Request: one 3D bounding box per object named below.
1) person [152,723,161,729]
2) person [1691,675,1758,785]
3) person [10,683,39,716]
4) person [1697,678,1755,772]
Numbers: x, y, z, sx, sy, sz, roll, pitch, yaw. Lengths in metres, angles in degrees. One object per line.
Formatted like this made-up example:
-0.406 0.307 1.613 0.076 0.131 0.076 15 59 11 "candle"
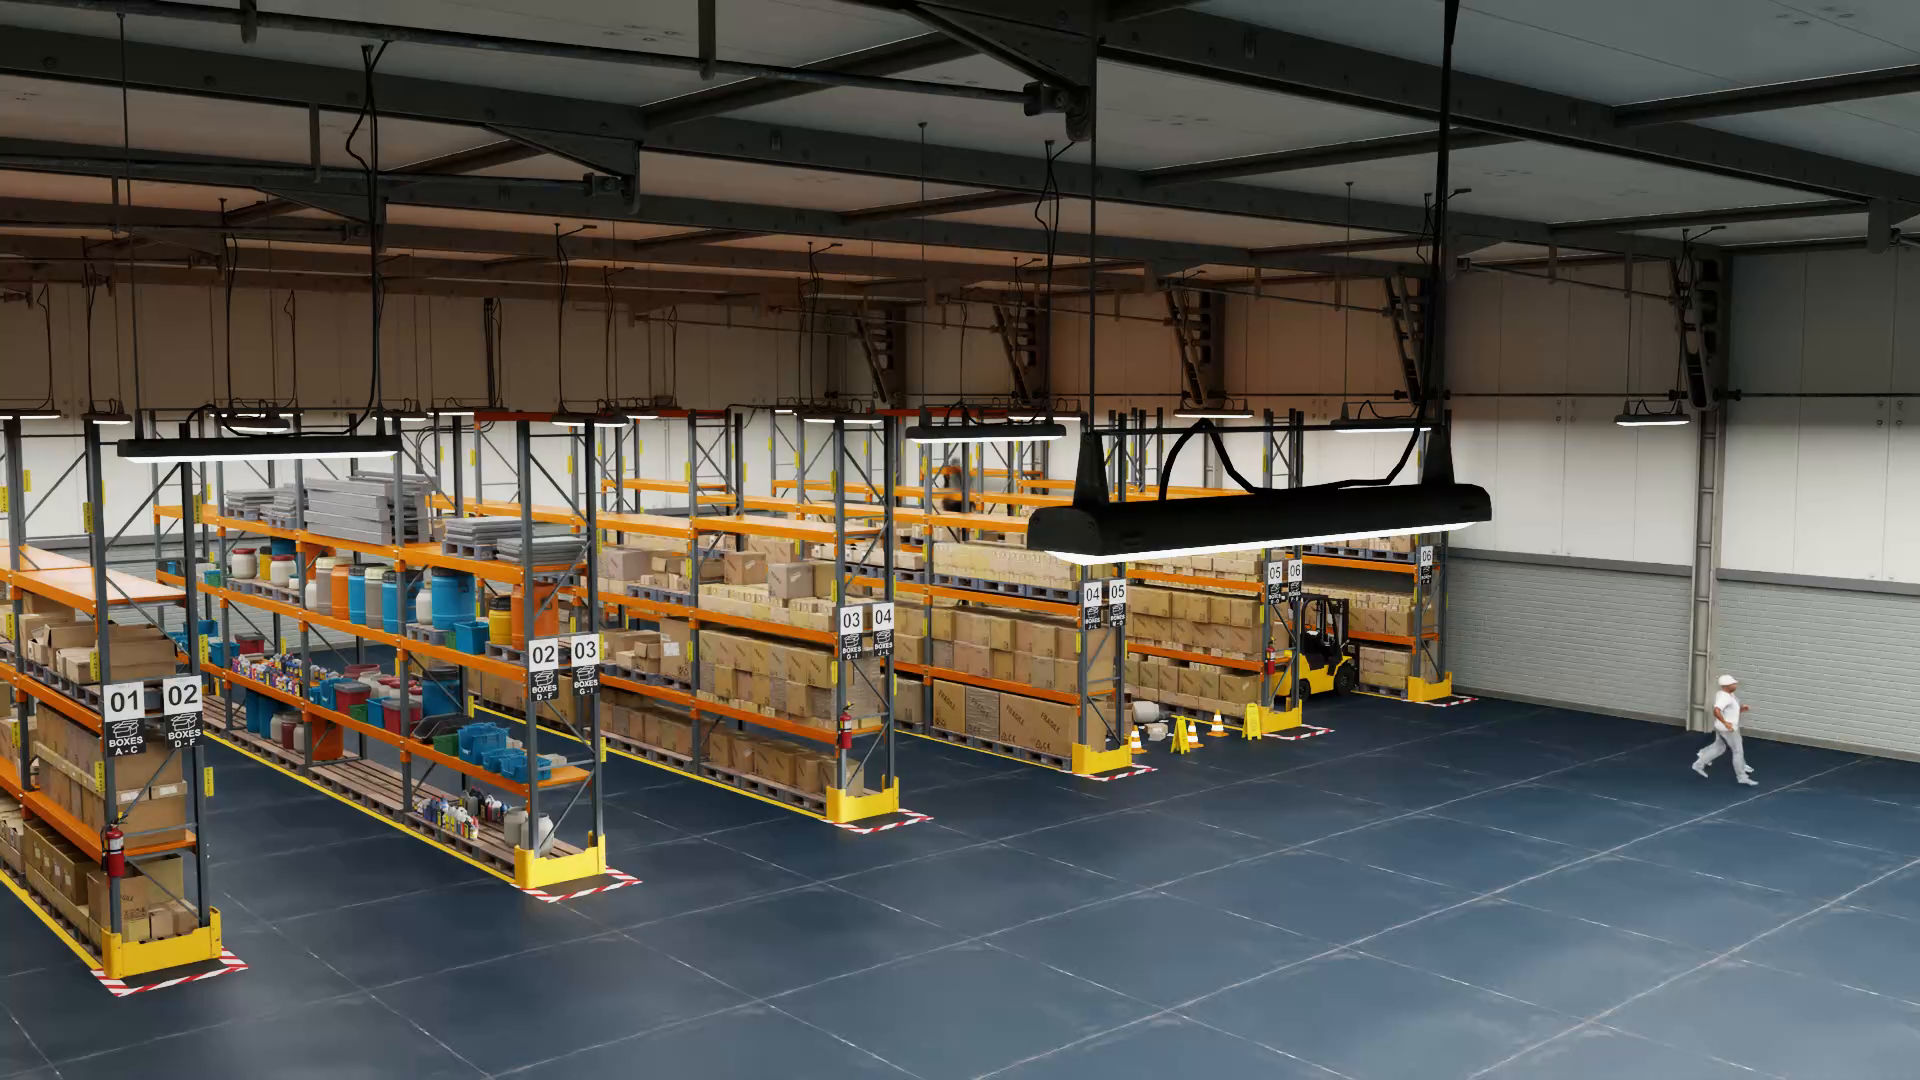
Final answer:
-13.411 3.089 27.152 0.639 1.728 0.668 4 6 39 "person"
12.408 3.058 26.910 0.987 1.755 0.699 1 5 10 "person"
-17.698 2.691 31.272 0.992 1.743 0.683 2 5 24 "person"
12.871 3.076 27.884 0.878 1.586 0.544 3 6 28 "person"
